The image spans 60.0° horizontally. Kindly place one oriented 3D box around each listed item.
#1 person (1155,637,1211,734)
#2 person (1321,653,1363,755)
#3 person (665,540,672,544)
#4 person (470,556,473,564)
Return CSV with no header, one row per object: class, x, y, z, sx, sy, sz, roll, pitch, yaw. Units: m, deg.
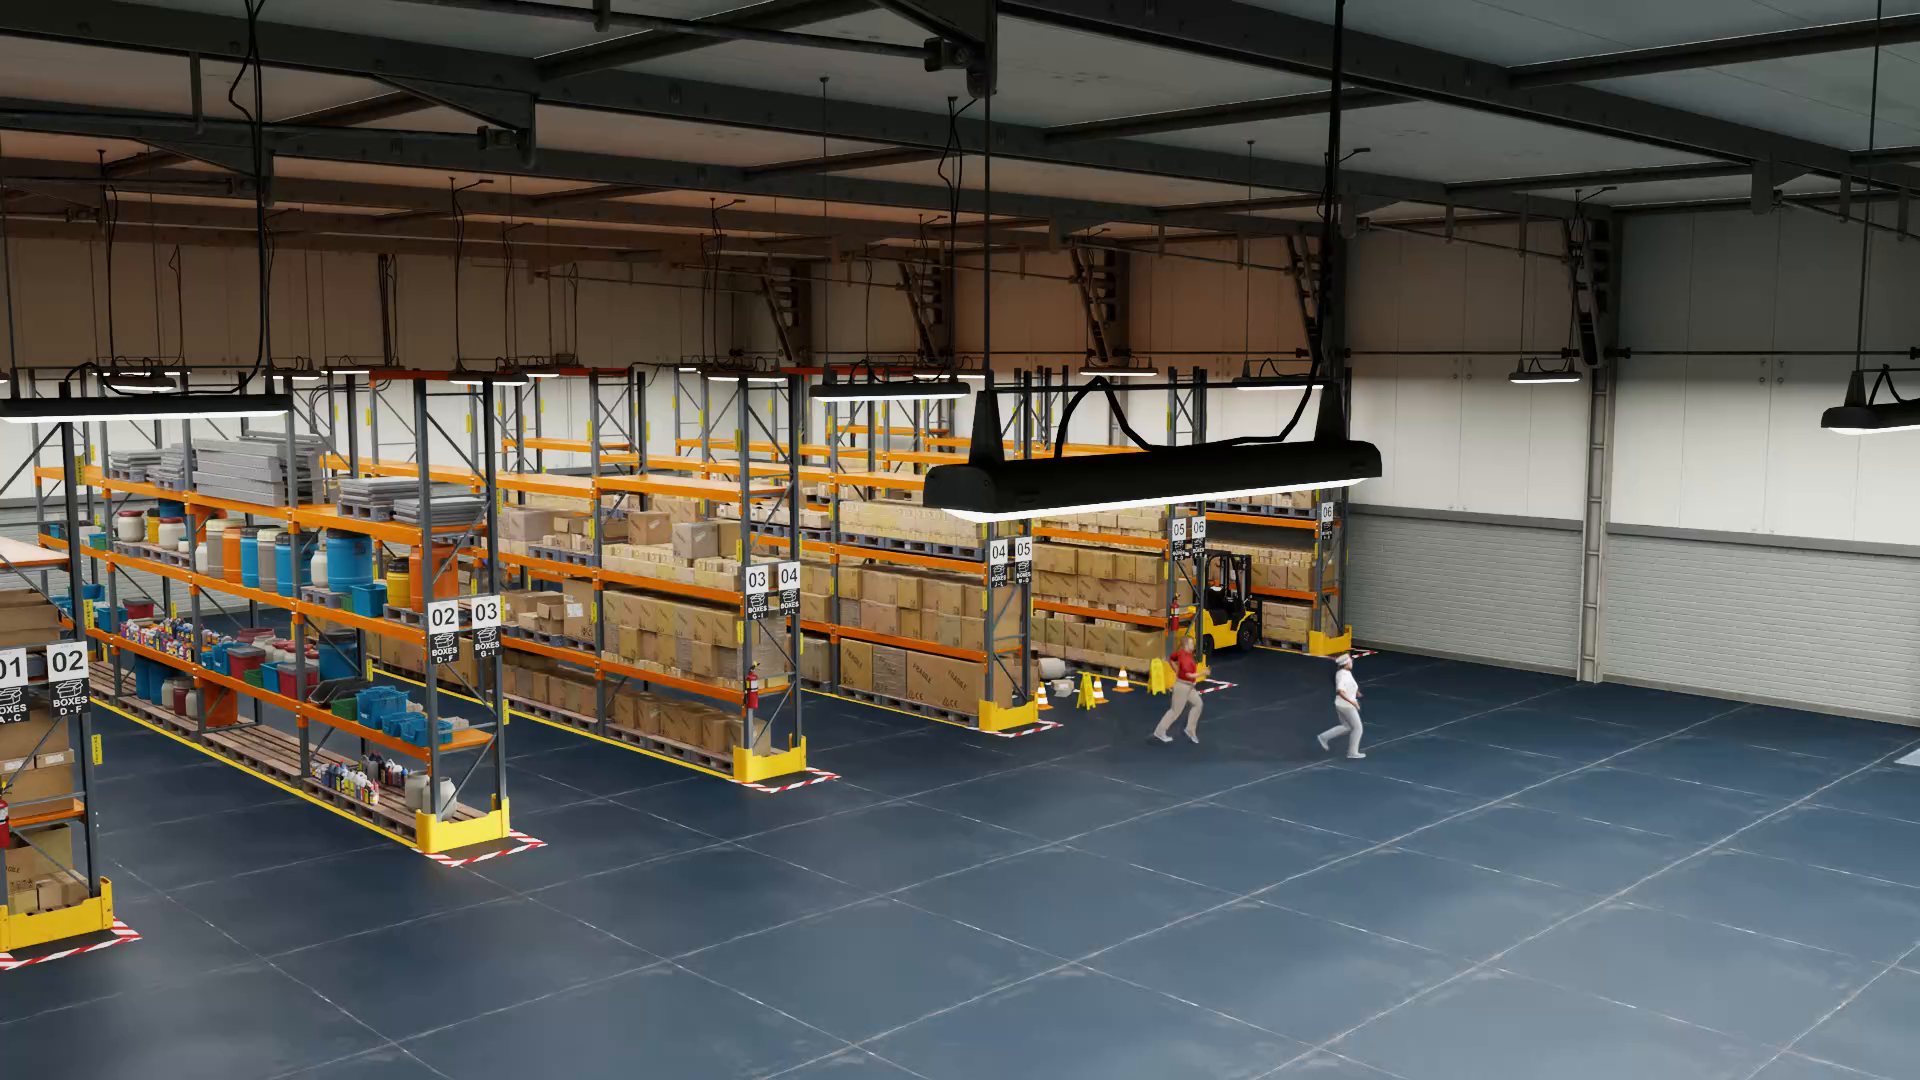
person,3.617,2.347,26.940,0.887,1.571,0.672,1,6,7
person,5.969,2.550,25.924,0.609,1.594,0.546,0,6,0
person,-7.756,0.622,43.990,0.901,1.399,0.641,-4,8,-31
person,-11.524,1.027,39.656,0.613,1.514,0.512,1,7,11
